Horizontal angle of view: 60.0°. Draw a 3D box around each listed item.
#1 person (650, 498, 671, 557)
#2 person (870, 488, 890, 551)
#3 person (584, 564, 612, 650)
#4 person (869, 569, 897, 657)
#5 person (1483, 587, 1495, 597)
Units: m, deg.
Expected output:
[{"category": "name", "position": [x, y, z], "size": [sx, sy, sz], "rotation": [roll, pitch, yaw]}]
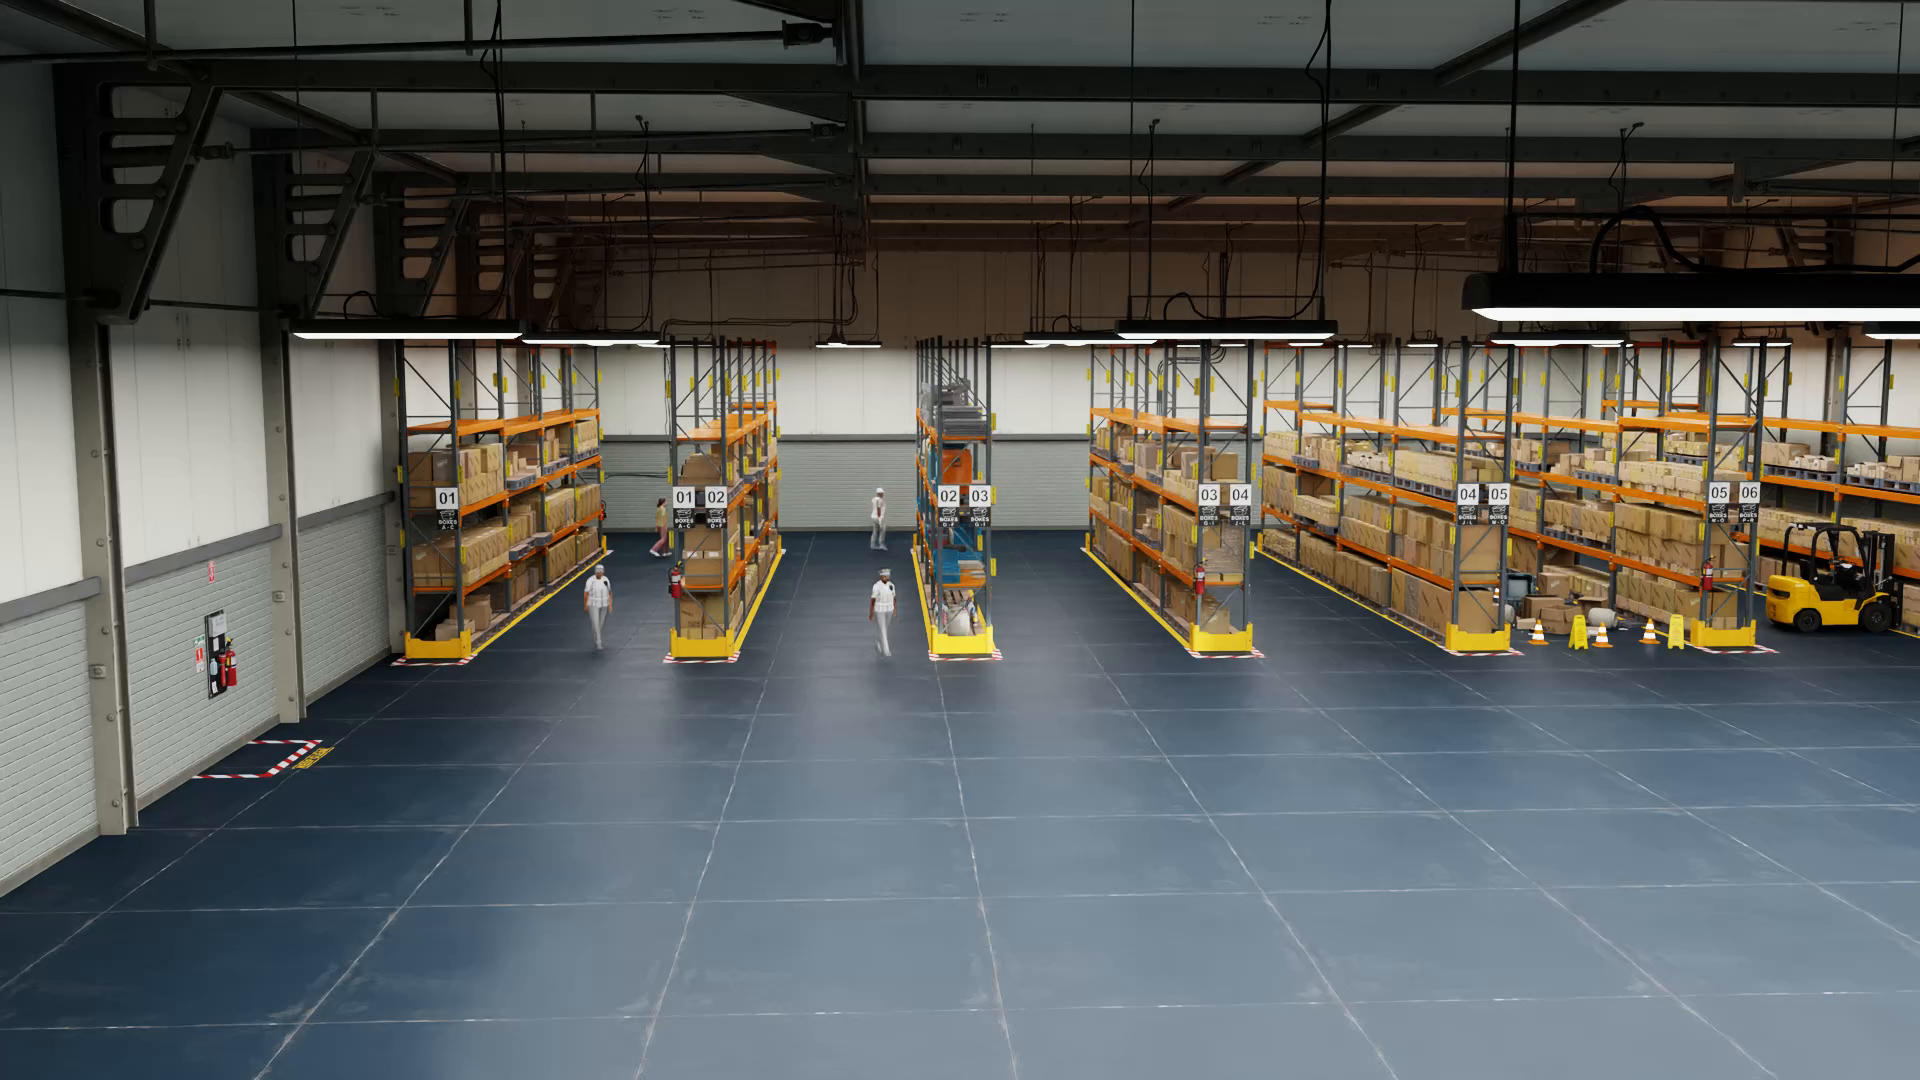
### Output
[{"category": "person", "position": [-8.304, -0.344, 46.094], "size": [0.525, 1.640, 0.863], "rotation": [6, 9, 43]}, {"category": "person", "position": [-2.315, -0.594, 47.906], "size": [0.529, 1.819, 0.625], "rotation": [-3, 7, -23]}, {"category": "person", "position": [-6.953, 1.267, 32.020], "size": [0.524, 1.607, 0.992], "rotation": [-5, 8, -39]}, {"category": "person", "position": [-1.412, 1.347, 31.229], "size": [0.510, 1.625, 0.958], "rotation": [-5, 8, -37]}, {"category": "person", "position": [12.131, 0.475, 38.500], "size": [0.574, 1.784, 0.537], "rotation": [0, 6, 1]}]
